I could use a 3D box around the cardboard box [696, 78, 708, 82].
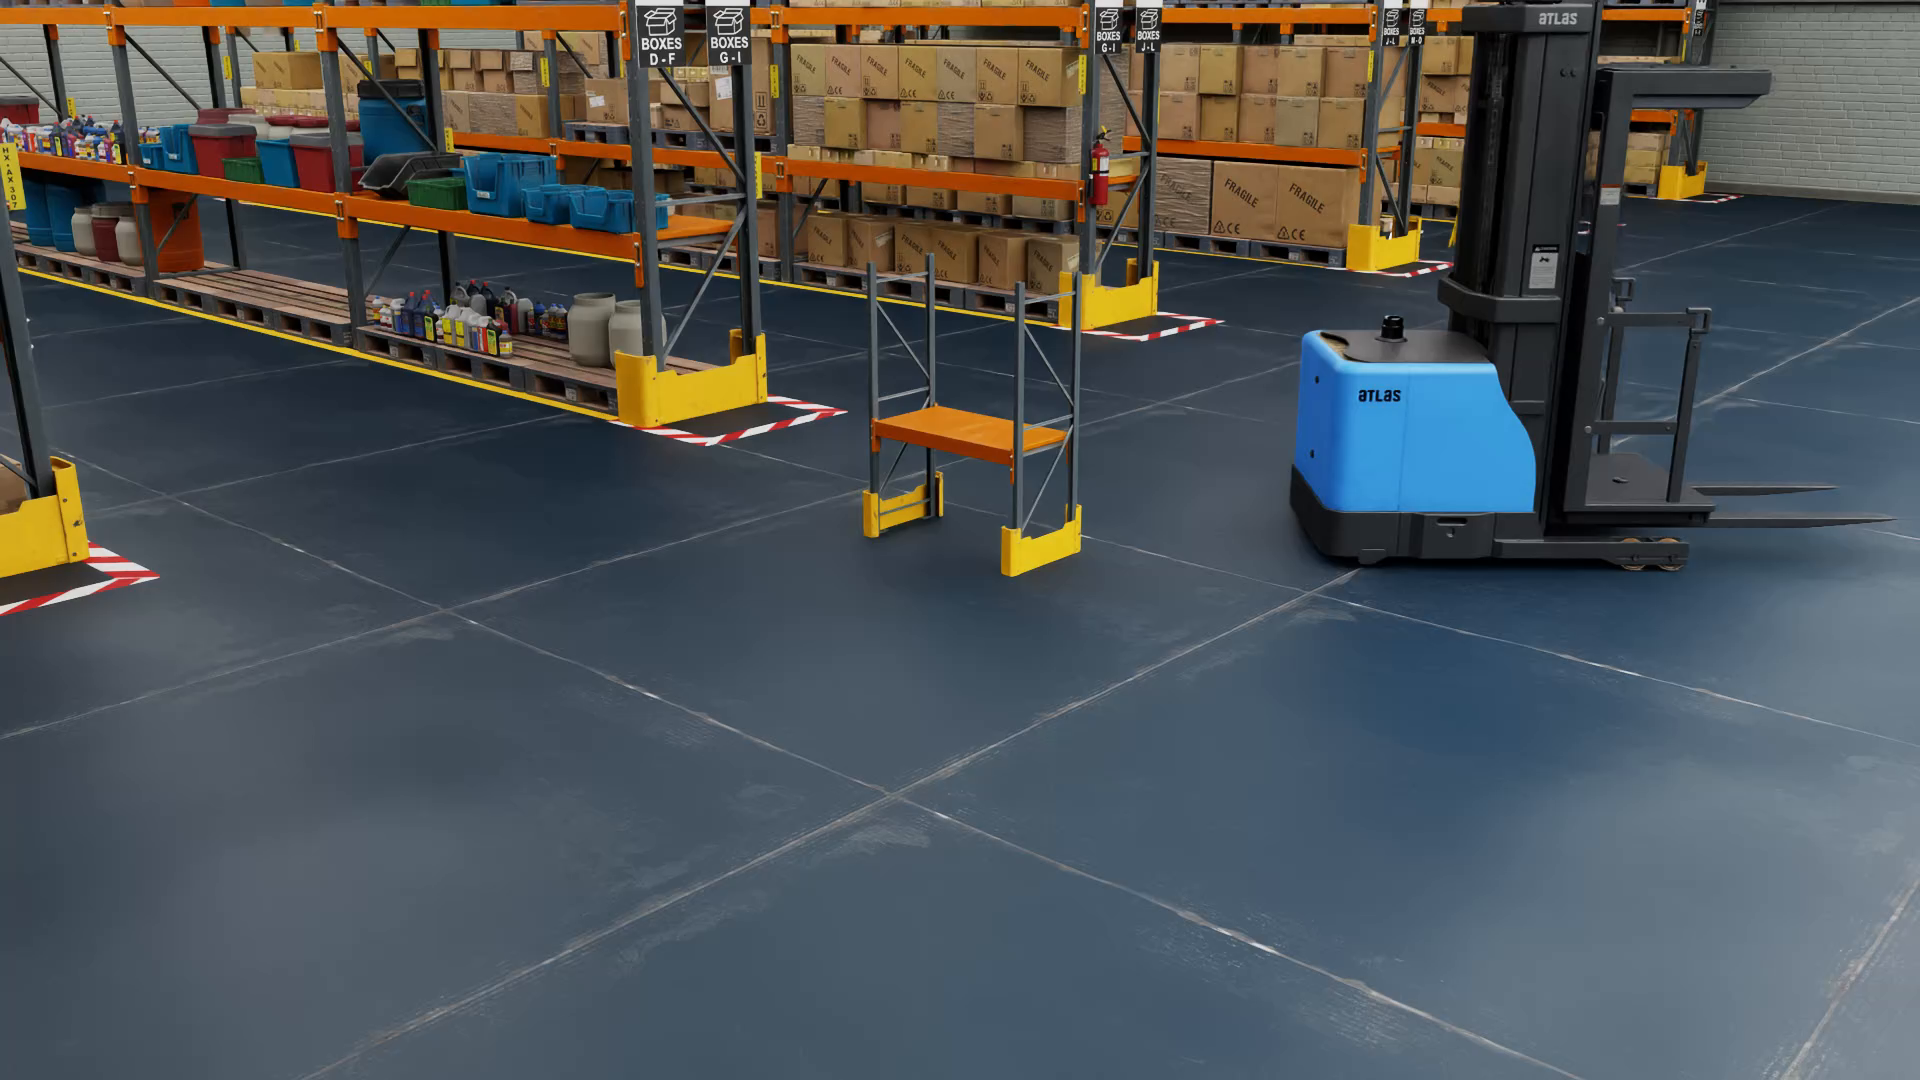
[{"bbox_3d":[-3.777,-6.931,25.223,0.250,0.149,0.380,16,23,41],"label":"cardboard box"}]

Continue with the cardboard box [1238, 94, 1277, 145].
[{"bbox_3d":[3.752,-4.968,19.560,0.550,0.550,0.875,15,23,39],"label":"cardboard box"}]

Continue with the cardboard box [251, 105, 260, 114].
[{"bbox_3d":[-10.275,-6.380,24.671,0.250,0.149,0.380,15,23,38],"label":"cardboard box"}]

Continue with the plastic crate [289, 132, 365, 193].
[{"bbox_3d":[-5.392,-3.225,14.210,0.583,0.464,0.402,15,23,39],"label":"plastic crate"}]

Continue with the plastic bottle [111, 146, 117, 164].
[{"bbox_3d":[-8.478,-3.887,16.730,0.097,0.201,0.097,0,18,0],"label":"plastic bottle"}]

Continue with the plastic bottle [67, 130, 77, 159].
[{"bbox_3d":[-9.259,-4.129,17.355,0.133,0.283,0.061,15,23,39],"label":"plastic bottle"}]

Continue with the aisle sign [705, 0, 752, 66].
[{"bbox_3d":[-1.586,-3.655,11.371,0.004,0.787,0.394,15,23,39],"label":"aisle sign"}]

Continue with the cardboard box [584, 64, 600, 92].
[{"bbox_3d":[-5.833,-7.532,27.228,0.500,0.500,0.500,14,23,38],"label":"cardboard box"}]

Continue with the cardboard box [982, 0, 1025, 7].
[{"bbox_3d":[0.548,-4.981,15.139,0.500,0.250,0.500,15,23,40],"label":"cardboard box"}]

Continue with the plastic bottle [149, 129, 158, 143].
[{"bbox_3d":[-8.614,-4.264,17.802,0.097,0.271,0.097,0,18,0],"label":"plastic bottle"}]

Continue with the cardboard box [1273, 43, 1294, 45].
[{"bbox_3d":[4.922,-7.403,25.055,0.250,0.149,0.380,15,23,39],"label":"cardboard box"}]

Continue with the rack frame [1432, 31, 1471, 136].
[{"bbox_3d":[8.331,-7.653,28.268,0.127,3.000,1.000,15,23,39],"label":"rack frame"}]

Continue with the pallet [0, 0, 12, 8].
[{"bbox_3d":[-10.159,-5.978,18.342,1.003,0.211,1.213,15,23,39],"label":"pallet"}]

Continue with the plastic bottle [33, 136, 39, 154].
[{"bbox_3d":[-9.956,-4.284,17.980,0.097,0.201,0.097,0,18,0],"label":"plastic bottle"}]

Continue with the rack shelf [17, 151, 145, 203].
[{"bbox_3d":[-9.314,-4.029,18.036,4.000,0.370,1.077,15,23,39],"label":"rack shelf"}]

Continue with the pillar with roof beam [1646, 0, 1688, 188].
[{"bbox_3d":[8.543,-9.079,22.844,0.400,9.000,9.100,15,23,39],"label":"pillar with roof beam"}]

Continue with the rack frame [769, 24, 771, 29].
[{"bbox_3d":[-3.936,-8.939,32.319,0.127,3.000,1.000,15,23,39],"label":"rack frame"}]

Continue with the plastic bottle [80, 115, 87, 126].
[{"bbox_3d":[-9.905,-4.639,18.852,0.185,0.351,0.144,15,23,39],"label":"plastic bottle"}]

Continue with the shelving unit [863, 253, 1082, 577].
[{"bbox_3d":[0.057,-0.700,8.837,1.083,1.500,0.587,15,23,39],"label":"shelving unit"}]

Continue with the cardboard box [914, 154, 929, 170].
[{"bbox_3d":[-0.230,-3.718,16.285,0.250,0.149,0.380,15,23,39],"label":"cardboard box"}]

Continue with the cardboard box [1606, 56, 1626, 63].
[{"bbox_3d":[10.359,-7.529,26.147,0.250,0.149,0.380,15,23,40],"label":"cardboard box"}]

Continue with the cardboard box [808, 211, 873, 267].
[{"bbox_3d":[-1.266,-3.207,17.696,0.500,0.500,0.500,14,22,38],"label":"cardboard box"}]

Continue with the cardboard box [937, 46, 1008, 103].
[{"bbox_3d":[0.127,-4.405,15.723,0.500,0.500,0.500,15,23,39],"label":"cardboard box"}]

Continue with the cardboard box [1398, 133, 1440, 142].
[{"bbox_3d":[7.933,-6.824,28.886,0.625,0.625,0.875,16,24,42],"label":"cardboard box"}]

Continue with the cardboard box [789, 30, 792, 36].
[{"bbox_3d":[-3.053,-9.434,30.990,0.250,0.149,0.380,15,23,40],"label":"cardboard box"}]

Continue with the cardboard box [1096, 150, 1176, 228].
[{"bbox_3d":[2.253,-4.435,20.945,0.875,0.875,0.875,15,23,40],"label":"cardboard box"}]

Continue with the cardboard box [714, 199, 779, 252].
[{"bbox_3d":[-2.328,-3.534,18.693,0.500,0.500,0.700,15,23,39],"label":"cardboard box"}]

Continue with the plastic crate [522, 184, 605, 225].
[{"bbox_3d":[-2.890,-2.457,12.142,0.408,0.251,0.499,15,23,39],"label":"plastic crate"}]

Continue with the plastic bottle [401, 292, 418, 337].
[{"bbox_3d":[-4.498,-1.858,13.659,0.185,0.351,0.144,16,24,41],"label":"plastic bottle"}]

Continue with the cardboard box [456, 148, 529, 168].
[{"bbox_3d":[-5.695,-4.602,21.472,0.875,0.875,1.225,15,23,39],"label":"cardboard box"}]

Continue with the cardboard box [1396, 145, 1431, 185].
[{"bbox_3d":[6.493,-5.282,23.409,0.500,0.500,0.500,14,23,38],"label":"cardboard box"}]

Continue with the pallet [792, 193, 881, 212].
[{"bbox_3d":[-1.746,-5.021,24.583,1.213,0.211,1.003,15,23,39],"label":"pallet"}]

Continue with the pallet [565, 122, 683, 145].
[{"bbox_3d":[-3.927,-4.880,19.847,1.003,0.211,1.213,15,23,39],"label":"pallet"}]

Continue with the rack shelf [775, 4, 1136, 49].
[{"bbox_3d":[-0.043,-4.973,16.052,4.000,0.370,1.077,15,23,39],"label":"rack shelf"}]

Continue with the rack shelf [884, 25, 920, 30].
[{"bbox_3d":[-2.440,-9.624,30.709,4.000,0.370,1.077,15,23,39],"label":"rack shelf"}]

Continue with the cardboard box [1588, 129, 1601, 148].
[{"bbox_3d":[10.002,-6.439,26.639,0.500,0.250,0.500,15,23,40],"label":"cardboard box"}]

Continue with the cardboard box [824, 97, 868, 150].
[{"bbox_3d":[-0.893,-4.264,16.932,0.500,0.500,0.875,15,23,39],"label":"cardboard box"}]

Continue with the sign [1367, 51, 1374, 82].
[{"bbox_3d":[4.450,-5.131,18.015,0.005,0.325,0.100,15,23,39],"label":"sign"}]

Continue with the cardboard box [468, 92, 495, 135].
[{"bbox_3d":[-5.824,-5.386,20.960,0.500,0.500,0.500,14,22,38],"label":"cardboard box"}]

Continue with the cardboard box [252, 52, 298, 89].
[{"bbox_3d":[-9.960,-6.867,24.306,0.500,0.500,0.500,14,23,38],"label":"cardboard box"}]

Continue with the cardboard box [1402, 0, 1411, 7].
[{"bbox_3d":[6.264,-7.411,22.962,0.250,0.149,0.380,15,23,40],"label":"cardboard box"}]

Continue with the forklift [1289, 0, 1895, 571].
[{"bbox_3d":[3.397,-1.399,8.674,3.031,2.935,1.130,0,18,0],"label":"forklift"}]

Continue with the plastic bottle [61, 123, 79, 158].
[{"bbox_3d":[-9.350,-4.202,17.475,0.185,0.351,0.144,15,23,39],"label":"plastic bottle"}]

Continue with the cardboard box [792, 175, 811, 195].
[{"bbox_3d":[-2.214,-5.379,24.541,0.500,0.500,0.500,16,24,41],"label":"cardboard box"}]

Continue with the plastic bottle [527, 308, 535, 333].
[{"bbox_3d":[-3.543,-1.824,13.800,0.097,0.201,0.097,0,18,0],"label":"plastic bottle"}]

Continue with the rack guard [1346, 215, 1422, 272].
[{"bbox_3d":[4.839,-3.390,18.967,0.348,0.500,1.175,15,23,39],"label":"rack guard"}]

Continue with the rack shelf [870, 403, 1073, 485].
[{"bbox_3d":[0.064,-0.526,8.885,1.000,0.185,0.538,15,23,39],"label":"rack shelf"}]

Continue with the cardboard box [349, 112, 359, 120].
[{"bbox_3d":[-8.161,-5.813,22.884,0.250,0.149,0.380,16,23,40],"label":"cardboard box"}]

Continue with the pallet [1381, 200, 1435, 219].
[{"bbox_3d":[6.482,-4.829,23.978,1.213,0.211,1.003,15,23,39],"label":"pallet"}]

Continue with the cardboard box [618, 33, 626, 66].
[{"bbox_3d":[-5.076,-7.797,26.412,0.500,0.500,0.500,14,22,38],"label":"cardboard box"}]

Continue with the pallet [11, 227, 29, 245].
[{"bbox_3d":[-11.386,-3.583,20.052,1.213,0.211,1.003,15,23,39],"label":"pallet"}]

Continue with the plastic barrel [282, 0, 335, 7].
[{"bbox_3d":[-5.351,-4.889,13.769,0.708,0.901,0.600,15,23,39],"label":"plastic barrel"}]

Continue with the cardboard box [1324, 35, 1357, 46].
[{"bbox_3d":[5.592,-6.951,23.744,0.500,0.500,0.700,15,23,40],"label":"cardboard box"}]

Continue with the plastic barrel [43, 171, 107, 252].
[{"bbox_3d":[-9.885,-3.718,18.643,0.708,0.901,0.600,15,23,39],"label":"plastic barrel"}]
